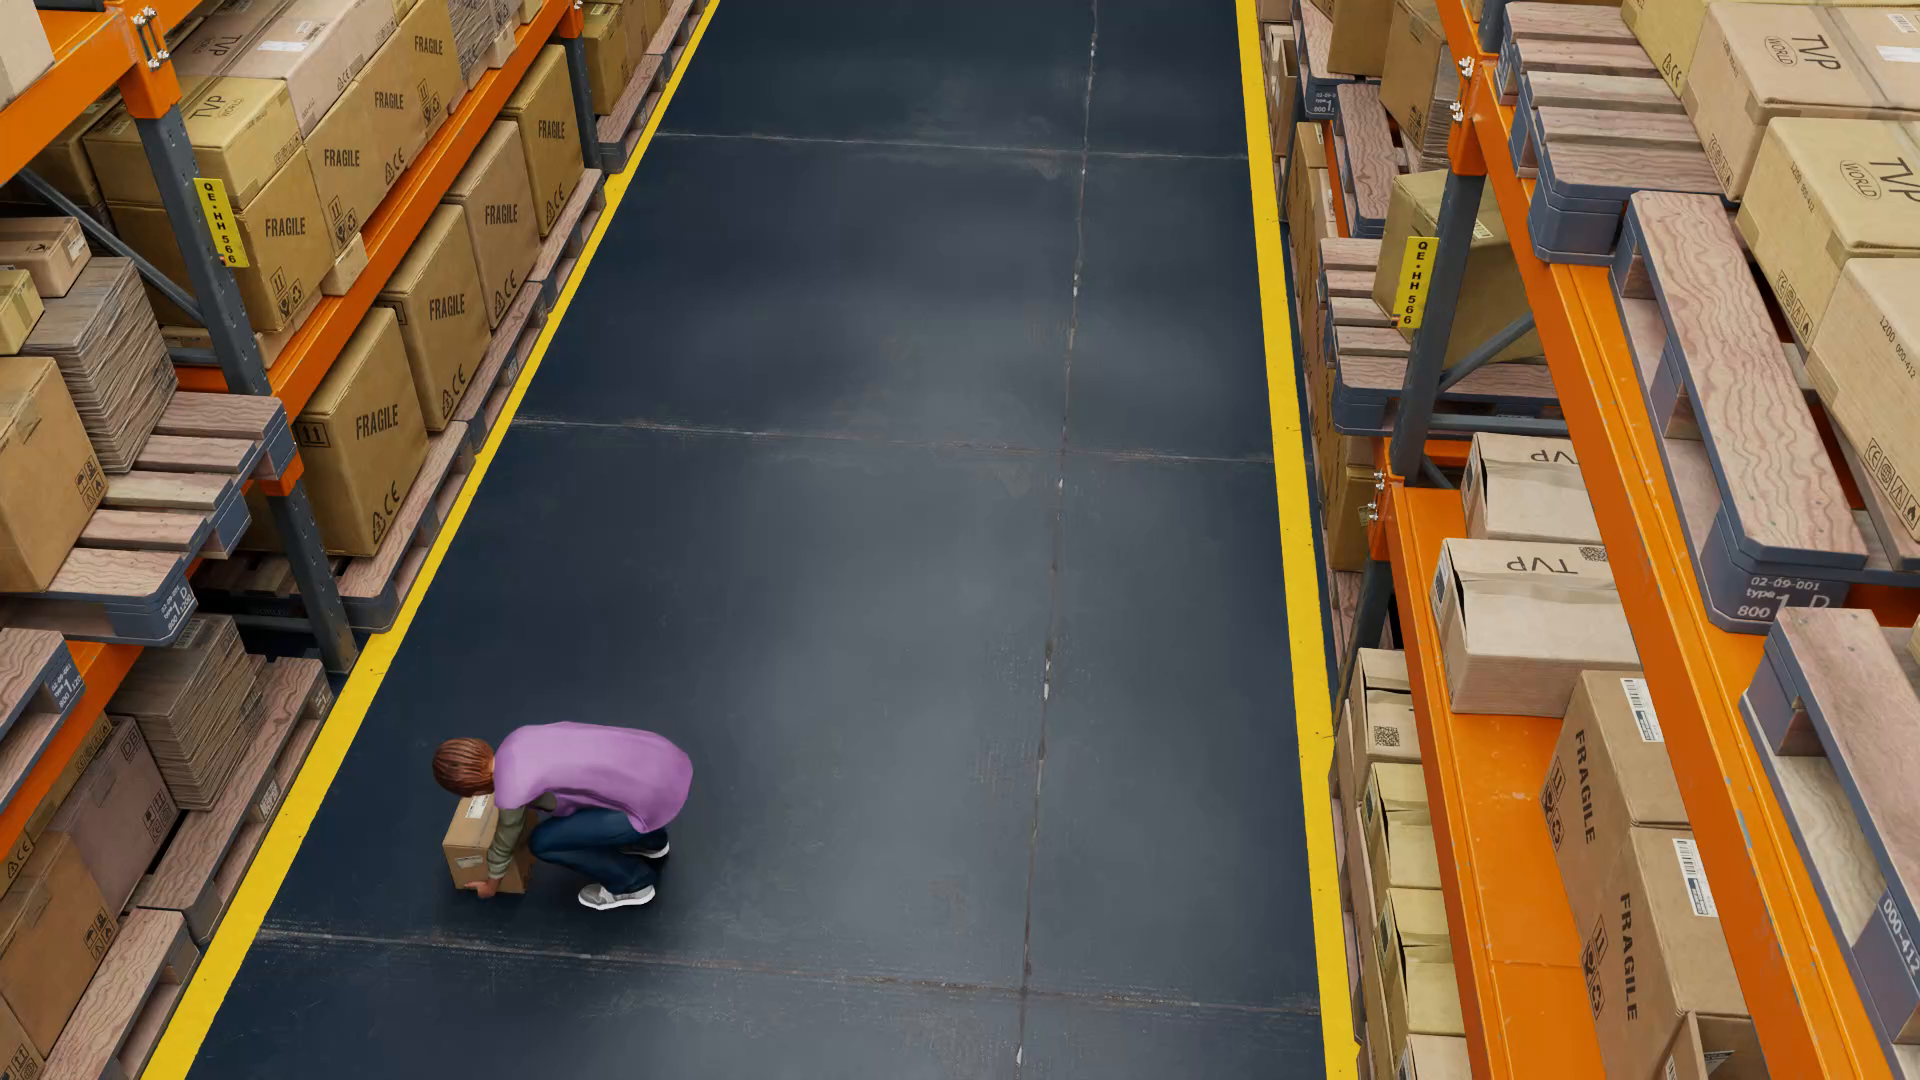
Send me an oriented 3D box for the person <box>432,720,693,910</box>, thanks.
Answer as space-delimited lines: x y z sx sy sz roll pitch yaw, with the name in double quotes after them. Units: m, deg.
-1.349 0.941 5.782 0.866 0.699 0.414 2 41 3 "person"
